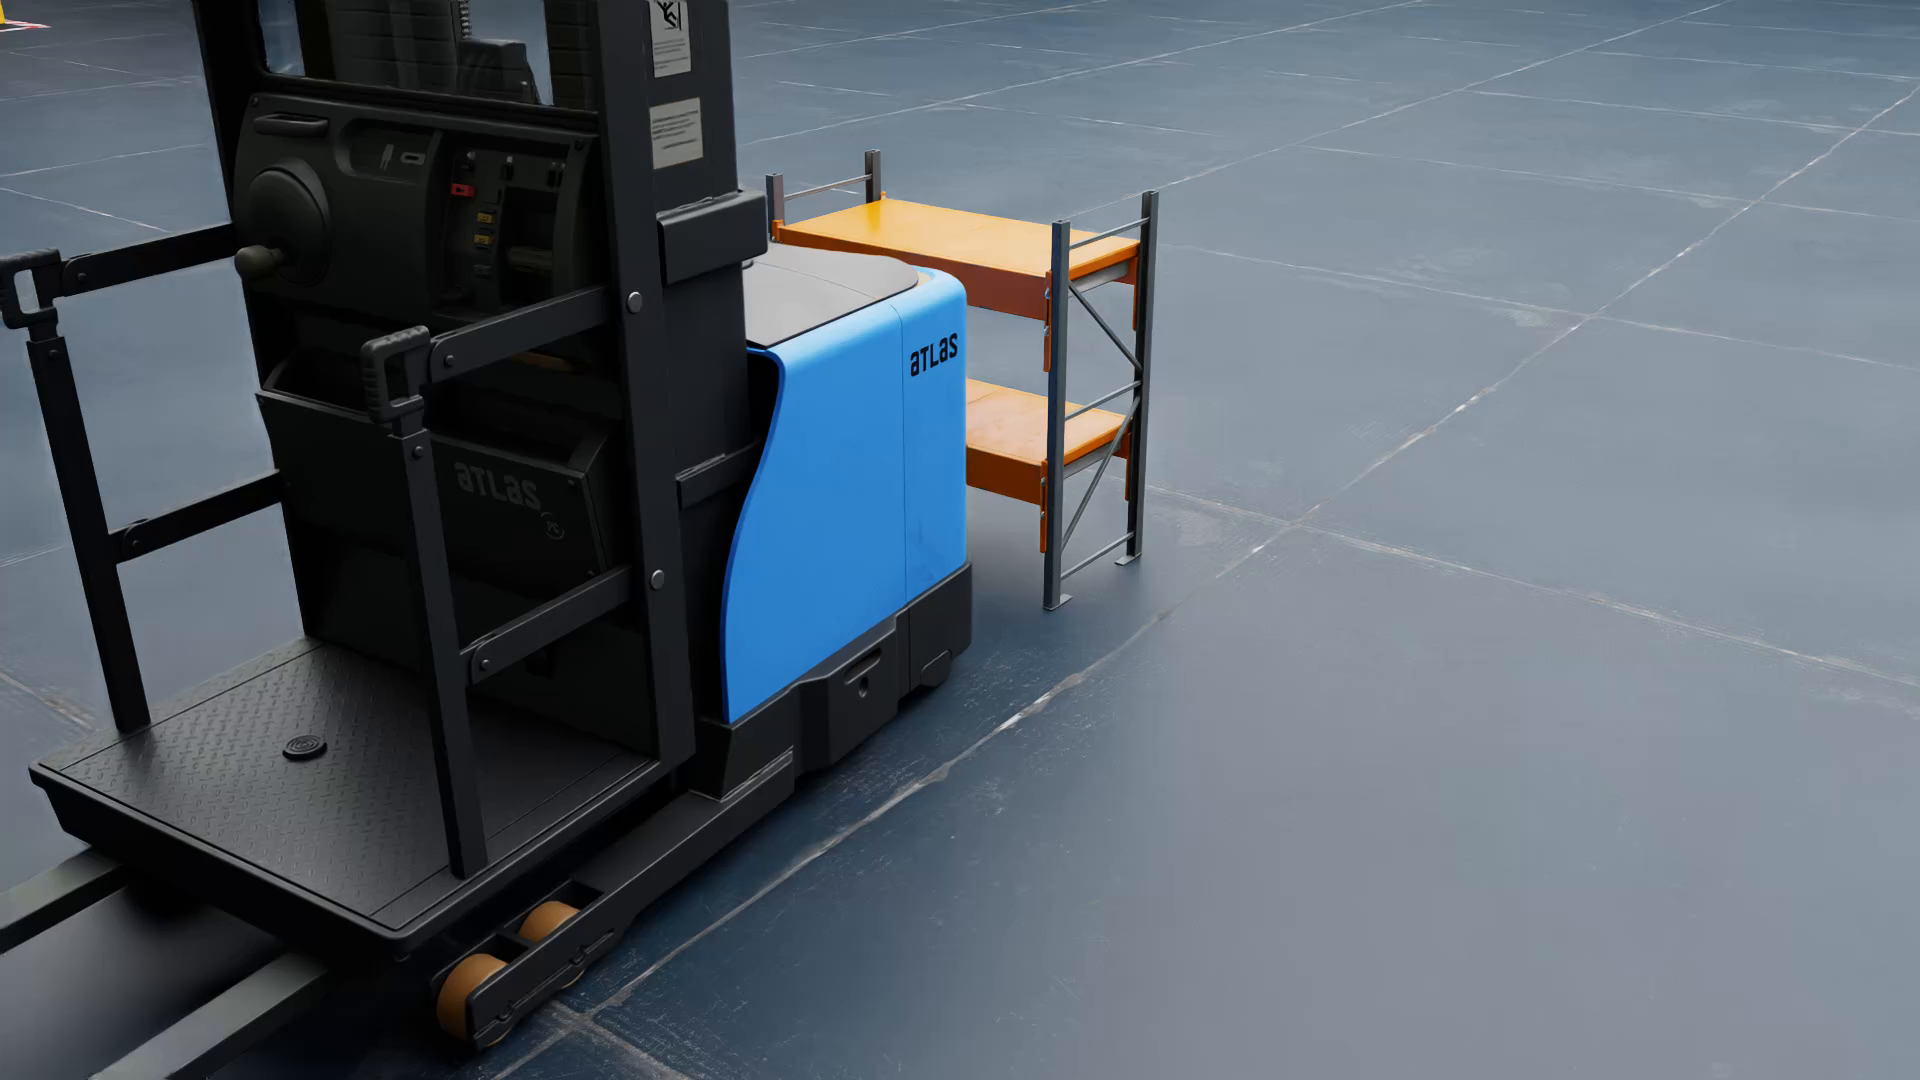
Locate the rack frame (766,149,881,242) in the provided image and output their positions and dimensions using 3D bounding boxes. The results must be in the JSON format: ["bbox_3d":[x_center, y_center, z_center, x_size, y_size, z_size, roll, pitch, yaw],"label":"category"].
[{"bbox_3d":[-0.412,-0.639,5.306,0.032,1.125,0.500,17,29,33],"label":"rack frame"}]

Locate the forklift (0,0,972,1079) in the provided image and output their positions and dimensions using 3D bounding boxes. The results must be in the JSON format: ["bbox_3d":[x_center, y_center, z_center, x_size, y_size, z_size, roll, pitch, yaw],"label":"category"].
[{"bbox_3d":[-1.168,-0.611,3.001,1.130,2.935,3.031,14,27,29],"label":"forklift"}]

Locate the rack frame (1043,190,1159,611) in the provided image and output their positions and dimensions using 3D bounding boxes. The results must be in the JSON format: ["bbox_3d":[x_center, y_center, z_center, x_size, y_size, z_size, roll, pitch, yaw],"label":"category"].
[{"bbox_3d":[0.401,-0.393,4.748,0.032,1.125,0.500,17,29,33],"label":"rack frame"}]

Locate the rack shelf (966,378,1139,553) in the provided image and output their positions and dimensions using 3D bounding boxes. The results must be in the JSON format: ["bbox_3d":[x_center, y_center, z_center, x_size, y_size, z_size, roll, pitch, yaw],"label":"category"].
[{"bbox_3d":[-0.005,-0.293,5.125,1.000,0.278,0.538,17,29,33],"label":"rack shelf"}]

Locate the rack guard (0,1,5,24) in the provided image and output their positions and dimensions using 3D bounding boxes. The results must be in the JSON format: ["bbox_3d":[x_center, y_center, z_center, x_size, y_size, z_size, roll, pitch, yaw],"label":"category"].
[{"bbox_3d":[-10.702,-5.626,17.399,0.348,0.500,1.175,17,29,33],"label":"rack guard"}]

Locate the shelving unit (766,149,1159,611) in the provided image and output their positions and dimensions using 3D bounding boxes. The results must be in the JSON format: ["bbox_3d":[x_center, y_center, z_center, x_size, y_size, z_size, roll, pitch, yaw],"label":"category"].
[{"bbox_3d":[-0.005,-0.516,5.027,1.048,1.125,0.538,17,29,33],"label":"shelving unit"}]

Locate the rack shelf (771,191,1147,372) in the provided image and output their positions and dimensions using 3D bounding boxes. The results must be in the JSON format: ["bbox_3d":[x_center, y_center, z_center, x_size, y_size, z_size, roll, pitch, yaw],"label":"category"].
[{"bbox_3d":[-0.005,-0.784,4.909,1.000,0.278,0.538,17,29,33],"label":"rack shelf"}]
